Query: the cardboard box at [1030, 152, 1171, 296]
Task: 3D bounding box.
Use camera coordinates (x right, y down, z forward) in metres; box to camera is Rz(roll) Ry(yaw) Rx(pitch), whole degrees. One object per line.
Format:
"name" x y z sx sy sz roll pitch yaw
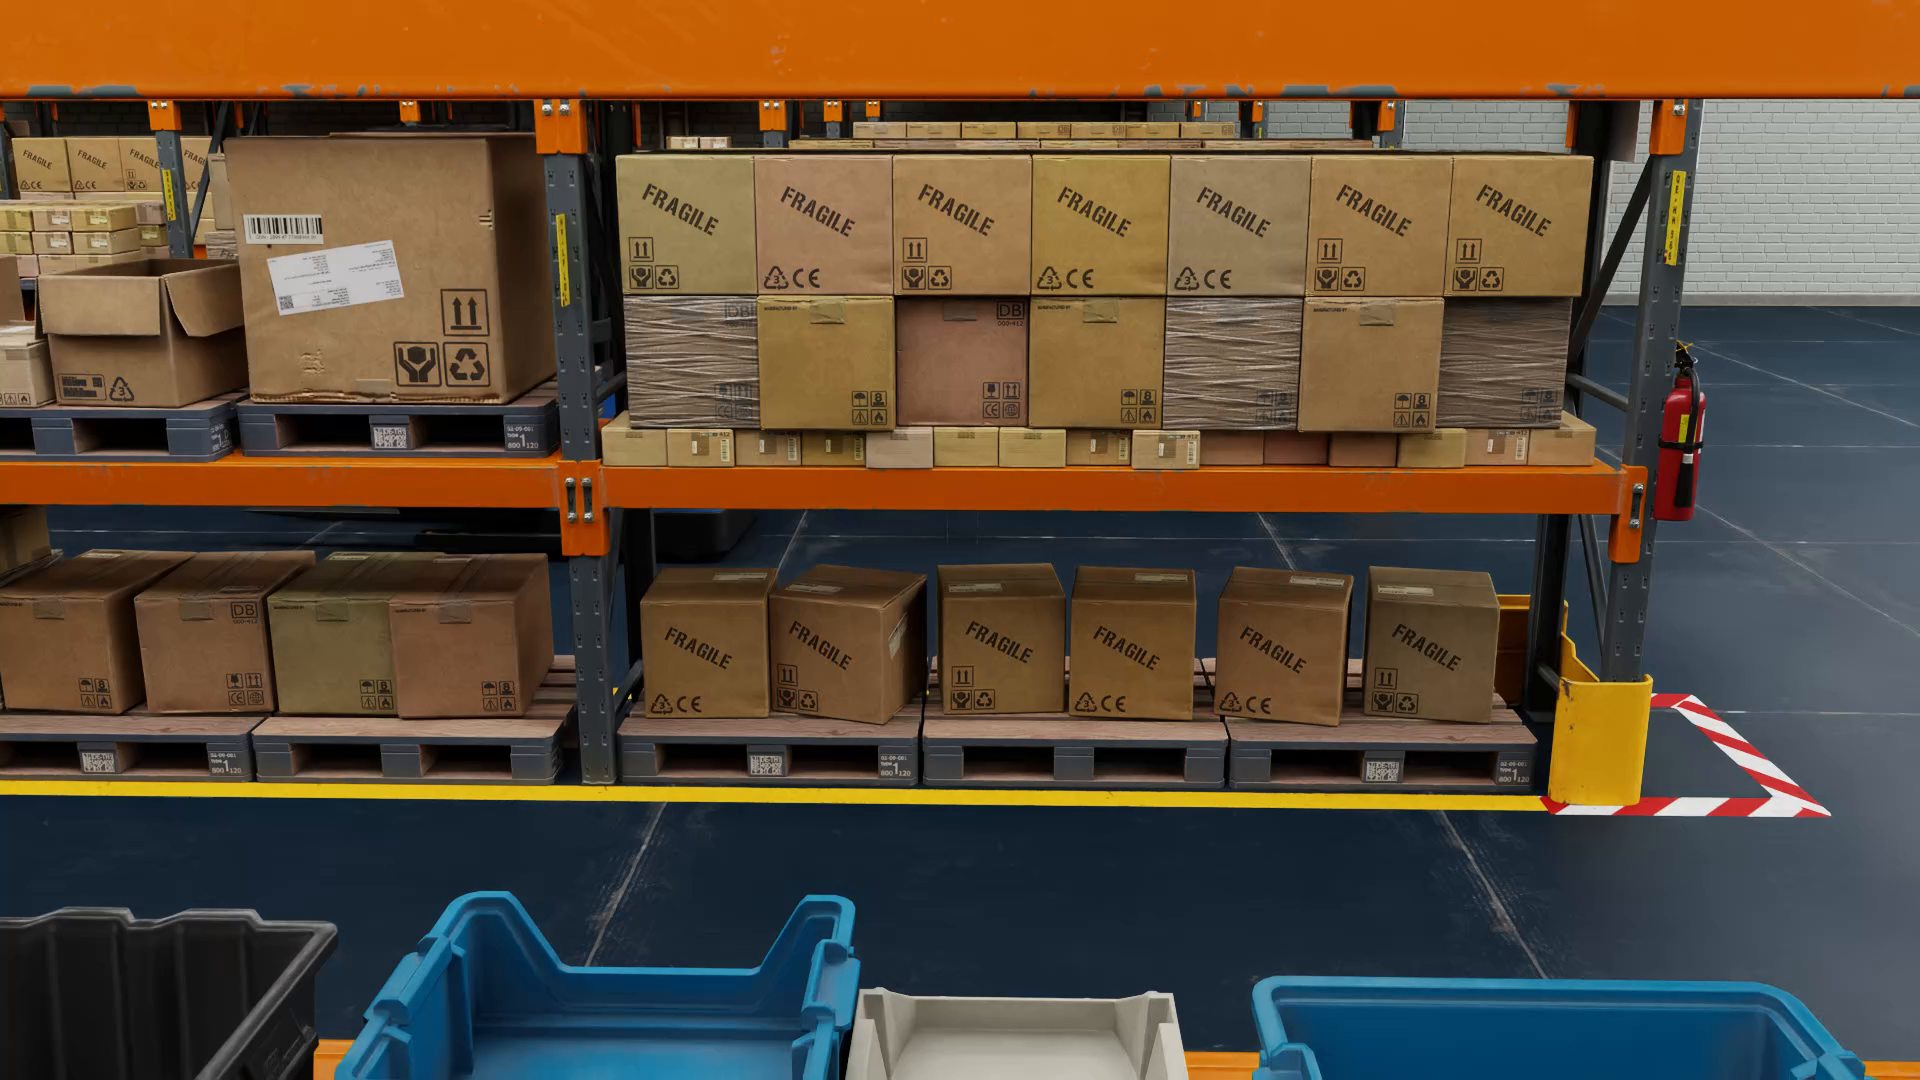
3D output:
"cardboard box" 0.513 -1.198 6.260 0.500 0.500 0.500 0 15 1

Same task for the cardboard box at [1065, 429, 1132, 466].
"cardboard box" 0.528 -0.400 6.470 0.250 0.149 0.380 0 15 1

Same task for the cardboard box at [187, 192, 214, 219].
"cardboard box" -7.210 -3.261 16.134 0.500 0.250 0.500 0 15 0

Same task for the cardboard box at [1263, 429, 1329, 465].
"cardboard box" 1.279 -0.406 6.492 0.250 0.149 0.380 0 15 1

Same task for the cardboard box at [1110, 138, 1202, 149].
"cardboard box" 1.318 -2.460 11.373 0.550 0.550 0.875 0 15 1

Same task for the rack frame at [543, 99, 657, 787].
"rack frame" -1.430 -0.596 6.720 0.127 3.000 1.000 0 15 1

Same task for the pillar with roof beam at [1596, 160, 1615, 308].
"pillar with roof beam" 8.160 -6.362 16.812 0.400 9.000 9.100 0 15 1

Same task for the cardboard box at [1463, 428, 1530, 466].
"cardboard box" 2.029 -0.400 6.468 0.250 0.149 0.380 0 15 1

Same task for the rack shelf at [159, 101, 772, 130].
"rack shelf" -3.201 -2.976 11.271 4.000 0.370 1.077 0 15 1

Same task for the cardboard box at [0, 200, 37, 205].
"cardboard box" -6.707 -2.315 11.739 0.250 0.149 0.380 1 15 4

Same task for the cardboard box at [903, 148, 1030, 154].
"cardboard box" 0.027 -1.333 6.773 0.500 0.500 0.500 0 15 1

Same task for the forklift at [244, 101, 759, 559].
"forklift" -2.836 -1.435 10.034 3.031 2.935 1.130 1 15 4

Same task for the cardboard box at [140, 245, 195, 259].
"cardboard box" -5.643 -2.023 11.796 0.250 0.149 0.380 0 15 1

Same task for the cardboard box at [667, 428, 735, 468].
"cardboard box" -0.973 -0.392 6.438 0.250 0.149 0.380 0 15 1

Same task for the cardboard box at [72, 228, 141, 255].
"cardboard box" -5.706 -1.999 11.124 0.250 0.149 0.380 1 15 3

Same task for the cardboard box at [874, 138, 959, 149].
"cardboard box" -0.281 -2.470 11.412 0.550 0.550 0.875 0 15 1

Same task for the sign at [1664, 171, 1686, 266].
"sign" 2.535 -1.142 5.898 0.005 0.325 0.100 0 15 1

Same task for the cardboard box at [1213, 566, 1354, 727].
"cardboard box" 1.347 0.432 6.900 0.500 0.500 0.500 4 15 16

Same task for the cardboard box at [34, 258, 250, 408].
"cardboard box" -3.165 -0.837 6.607 0.637 0.503 0.797 2 15 7

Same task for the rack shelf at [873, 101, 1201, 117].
"rack shelf" 0.946 -5.479 20.757 4.000 0.370 1.077 0 15 1

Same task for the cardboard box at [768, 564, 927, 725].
"cardboard box" -0.458 0.424 6.930 0.500 0.500 0.500 5 16 19

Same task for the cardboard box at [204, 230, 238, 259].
"cardboard box" -4.759 -1.863 11.326 0.500 0.500 0.500 1 15 2

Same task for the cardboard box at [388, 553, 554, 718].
"cardboard box" -2.043 0.390 7.019 0.500 0.500 0.700 -1 15 -3

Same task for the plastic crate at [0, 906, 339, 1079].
"plastic crate" -1.036 0.733 1.805 0.504 0.338 0.767 0 15 1

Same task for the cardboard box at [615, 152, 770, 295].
"cardboard box" -0.986 -1.204 6.285 0.500 0.500 0.500 0 15 1

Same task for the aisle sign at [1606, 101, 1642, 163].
"aisle sign" 2.639 -1.903 6.578 0.004 0.787 0.394 0 15 1

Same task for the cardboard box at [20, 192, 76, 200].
"cardboard box" -8.741 -3.270 16.169 0.500 0.250 0.500 0 15 0

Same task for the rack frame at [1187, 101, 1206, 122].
"rack frame" 2.945 -4.363 20.999 0.127 3.000 1.000 0 15 1

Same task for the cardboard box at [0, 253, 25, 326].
"cardboard box" -4.327 -0.902 6.861 0.500 0.500 0.700 3 15 10

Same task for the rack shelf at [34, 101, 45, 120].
"rack shelf" -11.173 -4.291 16.255 4.000 0.370 1.077 0 15 1

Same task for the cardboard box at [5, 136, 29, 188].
"cardboard box" -9.644 -3.772 16.602 0.500 0.500 0.500 0 15 2

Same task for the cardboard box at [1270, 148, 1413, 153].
"cardboard box" 1.526 -1.324 6.739 0.500 0.500 0.500 0 15 1

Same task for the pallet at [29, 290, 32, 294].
"pallet" -7.181 -1.796 11.645 1.213 0.211 1.003 0 15 1

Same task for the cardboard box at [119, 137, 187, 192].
"cardboard box" -7.731 -3.631 16.067 0.500 0.500 0.500 0 15 0

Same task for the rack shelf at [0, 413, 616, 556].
"rack shelf" -3.429 -0.262 6.861 4.000 0.370 1.077 0 15 1

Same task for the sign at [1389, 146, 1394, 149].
"sign" 2.769 -2.371 10.711 0.005 0.325 0.100 0 15 1

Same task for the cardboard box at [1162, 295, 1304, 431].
"cardboard box" 1.018 -0.760 6.561 0.500 0.500 0.875 0 15 1

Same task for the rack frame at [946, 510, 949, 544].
"rack frame" -0.077 -0.581 10.189 0.006 1.200 0.240 0 15 1

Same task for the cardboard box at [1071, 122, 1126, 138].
"cardboard box" 1.288 -3.703 15.757 0.500 0.500 0.700 0 15 1

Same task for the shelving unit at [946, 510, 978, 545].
"shelving unit" 0.014 -0.580 10.187 0.189 1.200 0.258 0 15 1

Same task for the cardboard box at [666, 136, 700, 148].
"cardboard box" -2.726 -3.907 16.393 0.250 0.149 0.380 1 15 5

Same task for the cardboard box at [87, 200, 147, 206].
"cardboard box" -5.927 -2.309 11.716 0.250 0.149 0.380 0 15 0

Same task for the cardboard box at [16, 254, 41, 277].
"cardboard box" -6.211 -1.858 11.171 0.250 0.149 0.380 1 15 2

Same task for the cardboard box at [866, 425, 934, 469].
"cardboard box" -0.223 -0.386 6.415 0.250 0.149 0.380 0 15 1

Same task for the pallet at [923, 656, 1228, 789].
"pallet" 0.465 0.755 7.066 1.213 0.211 1.003 0 15 1

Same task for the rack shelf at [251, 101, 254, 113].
"rack shelf" -11.050 -5.557 21.053 4.000 0.370 1.077 0 15 1

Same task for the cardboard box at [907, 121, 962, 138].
"cardboard box" -0.232 -3.732 15.867 0.500 0.500 0.700 0 15 2

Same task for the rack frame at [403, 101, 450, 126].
"rack frame" -5.175 -3.150 16.398 0.127 3.000 1.000 0 15 1

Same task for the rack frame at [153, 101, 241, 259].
"rack frame" -5.201 -1.887 11.611 0.127 3.000 1.000 0 15 1

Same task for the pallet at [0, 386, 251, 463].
"pallet" -3.449 -0.527 6.834 1.213 0.211 1.003 0 15 1

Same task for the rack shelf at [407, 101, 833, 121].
"rack shelf" -3.176 -4.239 16.058 4.000 0.370 1.077 0 15 1

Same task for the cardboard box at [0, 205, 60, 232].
"cardboard box" -6.215 -2.146 11.097 0.250 0.149 0.380 1 15 3

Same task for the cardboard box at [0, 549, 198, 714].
"cardboard box" -3.636 0.375 7.076 0.500 0.500 0.700 2 15 6

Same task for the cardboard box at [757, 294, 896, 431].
"cardboard box" -0.483 -0.758 6.552 0.500 0.500 0.875 0 15 1

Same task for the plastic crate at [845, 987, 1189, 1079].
"plastic crate" 0.073 0.740 2.171 0.437 0.136 0.530 0 15 1

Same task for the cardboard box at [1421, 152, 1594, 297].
"cardboard box" 2.013 -1.186 6.218 0.500 0.500 0.500 0 15 1
